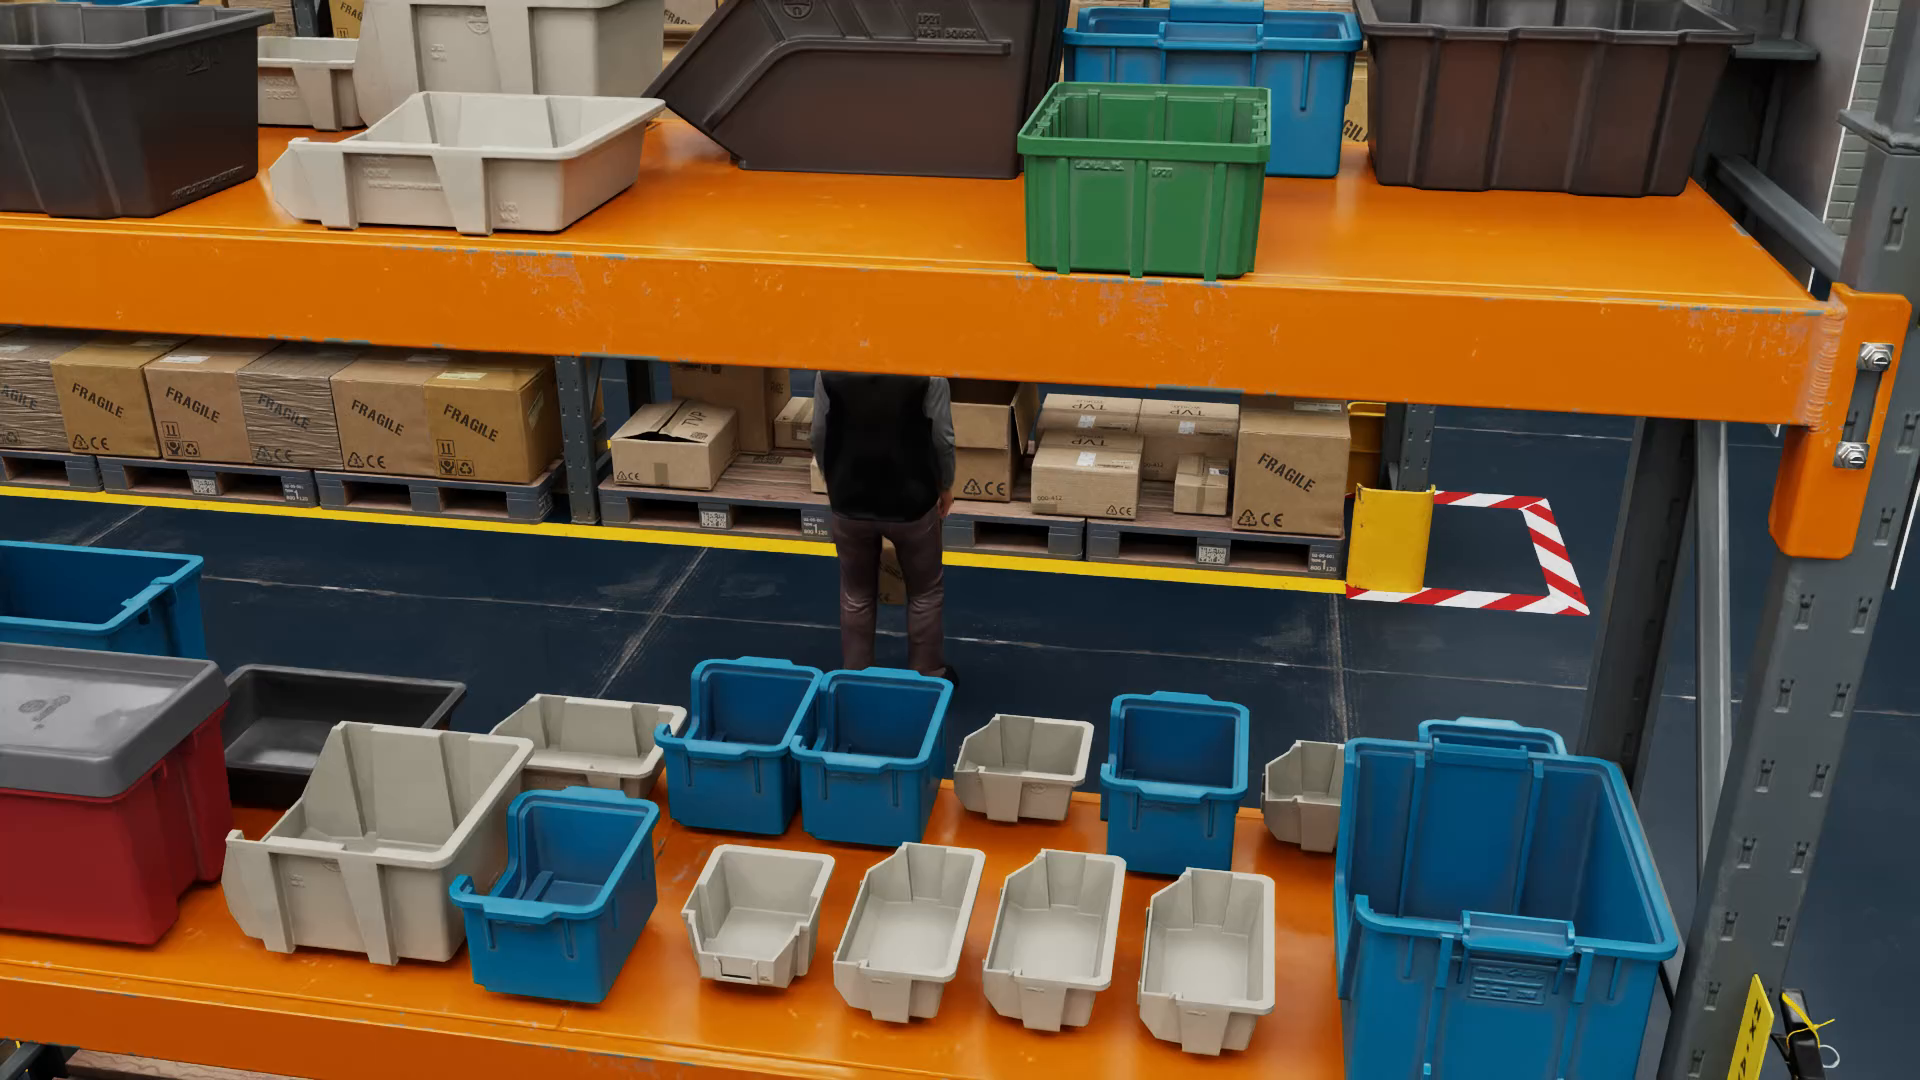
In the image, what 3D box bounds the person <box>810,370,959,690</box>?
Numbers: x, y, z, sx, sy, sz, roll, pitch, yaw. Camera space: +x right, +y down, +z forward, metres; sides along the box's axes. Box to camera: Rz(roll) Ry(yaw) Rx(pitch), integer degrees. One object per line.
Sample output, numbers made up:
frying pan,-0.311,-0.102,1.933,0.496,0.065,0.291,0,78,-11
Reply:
person,-0.293,-0.142,6.439,0.561,1.724,0.418,3,25,7
